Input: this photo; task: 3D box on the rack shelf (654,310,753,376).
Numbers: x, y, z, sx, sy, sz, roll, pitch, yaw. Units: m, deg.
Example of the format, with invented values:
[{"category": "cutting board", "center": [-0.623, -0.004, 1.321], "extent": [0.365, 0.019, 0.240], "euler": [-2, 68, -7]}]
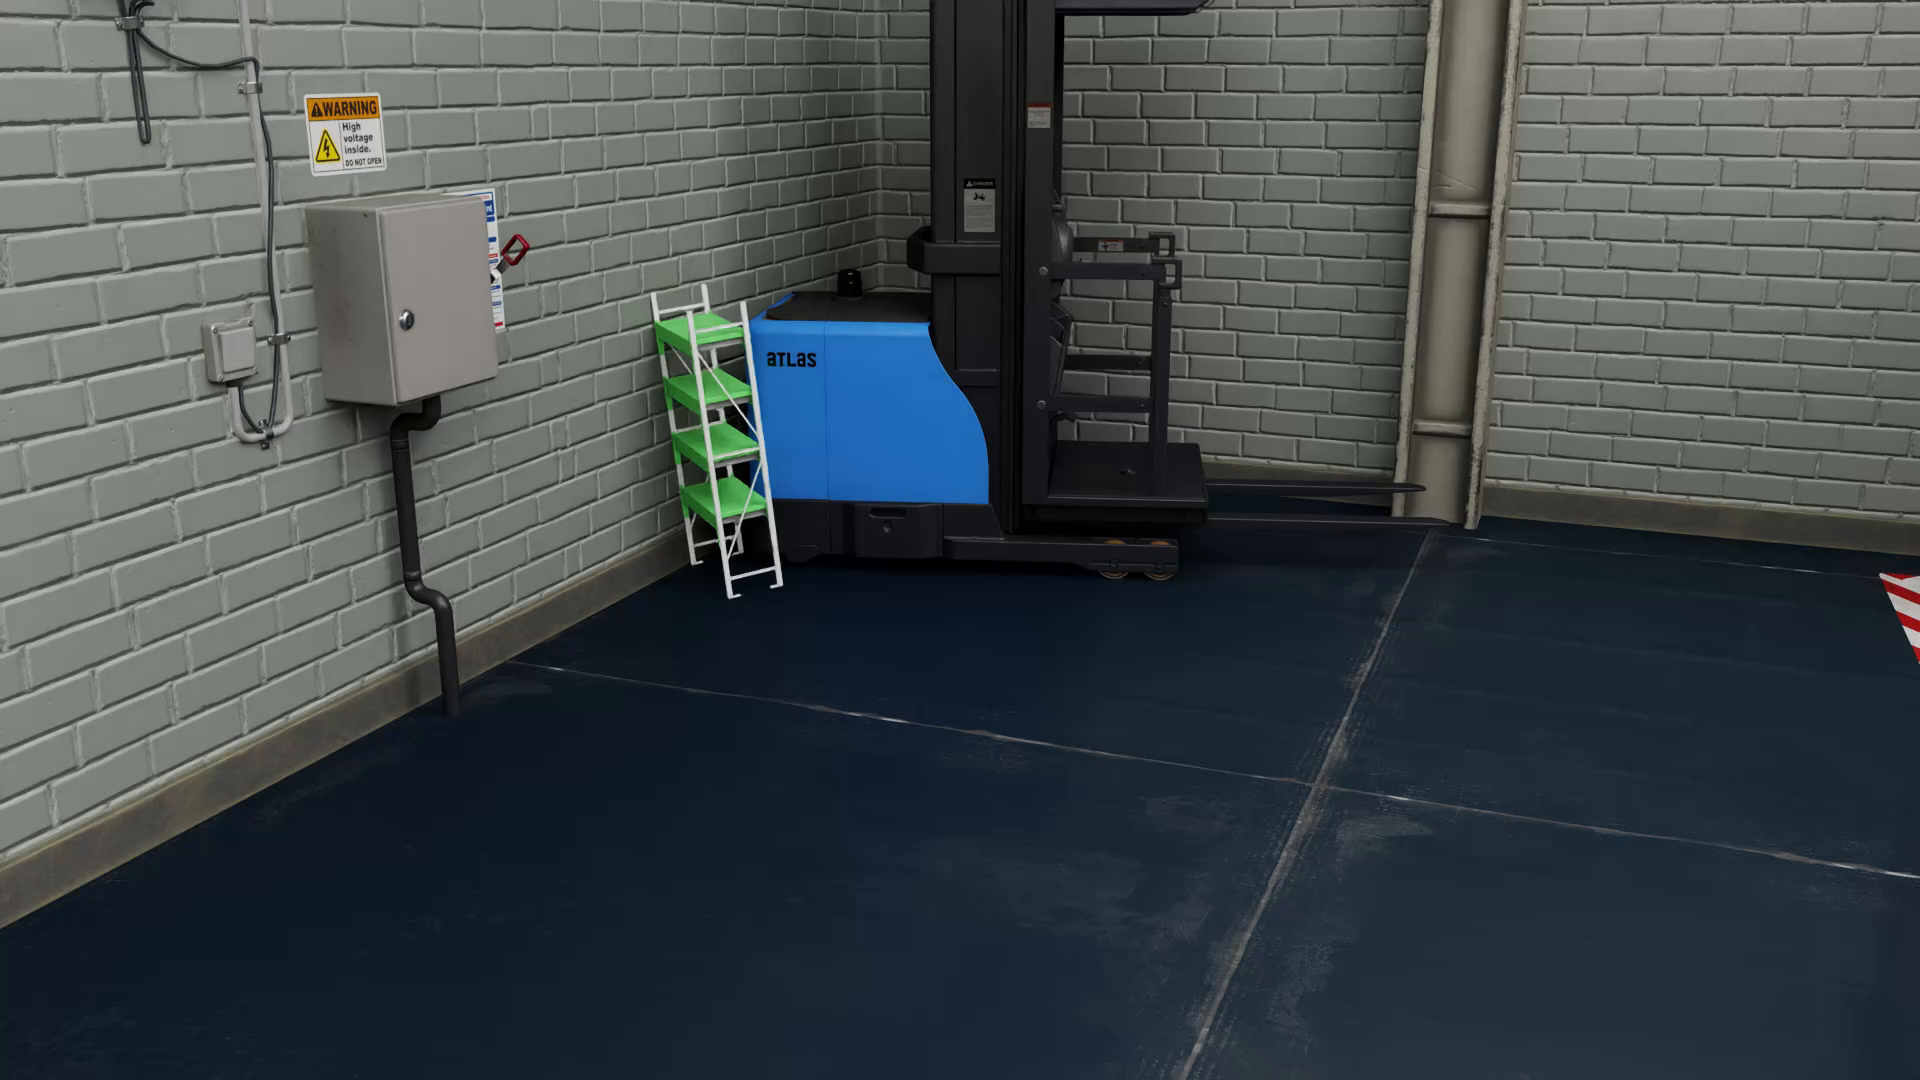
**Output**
[{"category": "rack shelf", "center": [-1.042, -0.803, 6.738], "extent": [0.258, 0.148, 0.480], "euler": [-14, 22, -23]}]

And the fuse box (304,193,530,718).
[{"category": "fuse box", "center": [-1.683, -0.234, 5.412], "extent": [0.414, 1.711, 0.539], "euler": [6, 17, 21]}]

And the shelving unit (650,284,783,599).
[{"category": "shelving unit", "center": [-1.007, -0.413, 6.881], "extent": [0.258, 1.200, 0.503], "euler": [-14, 22, -23]}]

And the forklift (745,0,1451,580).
[{"category": "forklift", "center": [0.620, -1.391, 7.208], "extent": [3.031, 2.935, 1.130], "euler": [2, 16, 5]}]

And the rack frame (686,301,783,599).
[{"category": "rack frame", "center": [-0.898, -0.347, 6.673], "extent": [0.240, 1.200, 0.015], "euler": [-14, 22, -23]}]

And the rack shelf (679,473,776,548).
[{"category": "rack shelf", "center": [-0.981, -0.129, 6.986], "extent": [0.258, 0.148, 0.480], "euler": [-14, 22, -23]}]

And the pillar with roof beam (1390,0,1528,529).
[{"category": "pillar with roof beam", "center": [0.725, -3.314, 2.950], "extent": [0.400, 9.000, 9.100], "euler": [6, 17, 21]}]

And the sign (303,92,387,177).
[{"category": "sign", "center": [-1.896, -1.257, 5.141], "extent": [0.001, 0.242, 0.339], "euler": [6, 17, 21]}]

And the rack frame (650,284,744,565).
[{"category": "rack frame", "center": [-1.115, -0.480, 7.089], "extent": [0.240, 1.200, 0.015], "euler": [-14, 22, -23]}]

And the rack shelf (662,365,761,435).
[{"category": "rack shelf", "center": [-1.022, -0.578, 6.821], "extent": [0.258, 0.148, 0.480], "euler": [-14, 22, -23]}]

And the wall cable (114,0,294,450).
[{"category": "wall cable", "center": [-2.080, -1.180, 4.536], "extent": [0.122, 1.984, 0.588], "euler": [6, 17, 21]}]

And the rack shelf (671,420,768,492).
[{"category": "rack shelf", "center": [-1.001, -0.354, 6.903], "extent": [0.258, 0.148, 0.480], "euler": [-14, 22, -23]}]

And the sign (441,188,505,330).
[{"category": "sign", "center": [-1.695, -0.957, 5.760], "extent": [0.001, 0.494, 0.329], "euler": [6, 17, 21]}]
